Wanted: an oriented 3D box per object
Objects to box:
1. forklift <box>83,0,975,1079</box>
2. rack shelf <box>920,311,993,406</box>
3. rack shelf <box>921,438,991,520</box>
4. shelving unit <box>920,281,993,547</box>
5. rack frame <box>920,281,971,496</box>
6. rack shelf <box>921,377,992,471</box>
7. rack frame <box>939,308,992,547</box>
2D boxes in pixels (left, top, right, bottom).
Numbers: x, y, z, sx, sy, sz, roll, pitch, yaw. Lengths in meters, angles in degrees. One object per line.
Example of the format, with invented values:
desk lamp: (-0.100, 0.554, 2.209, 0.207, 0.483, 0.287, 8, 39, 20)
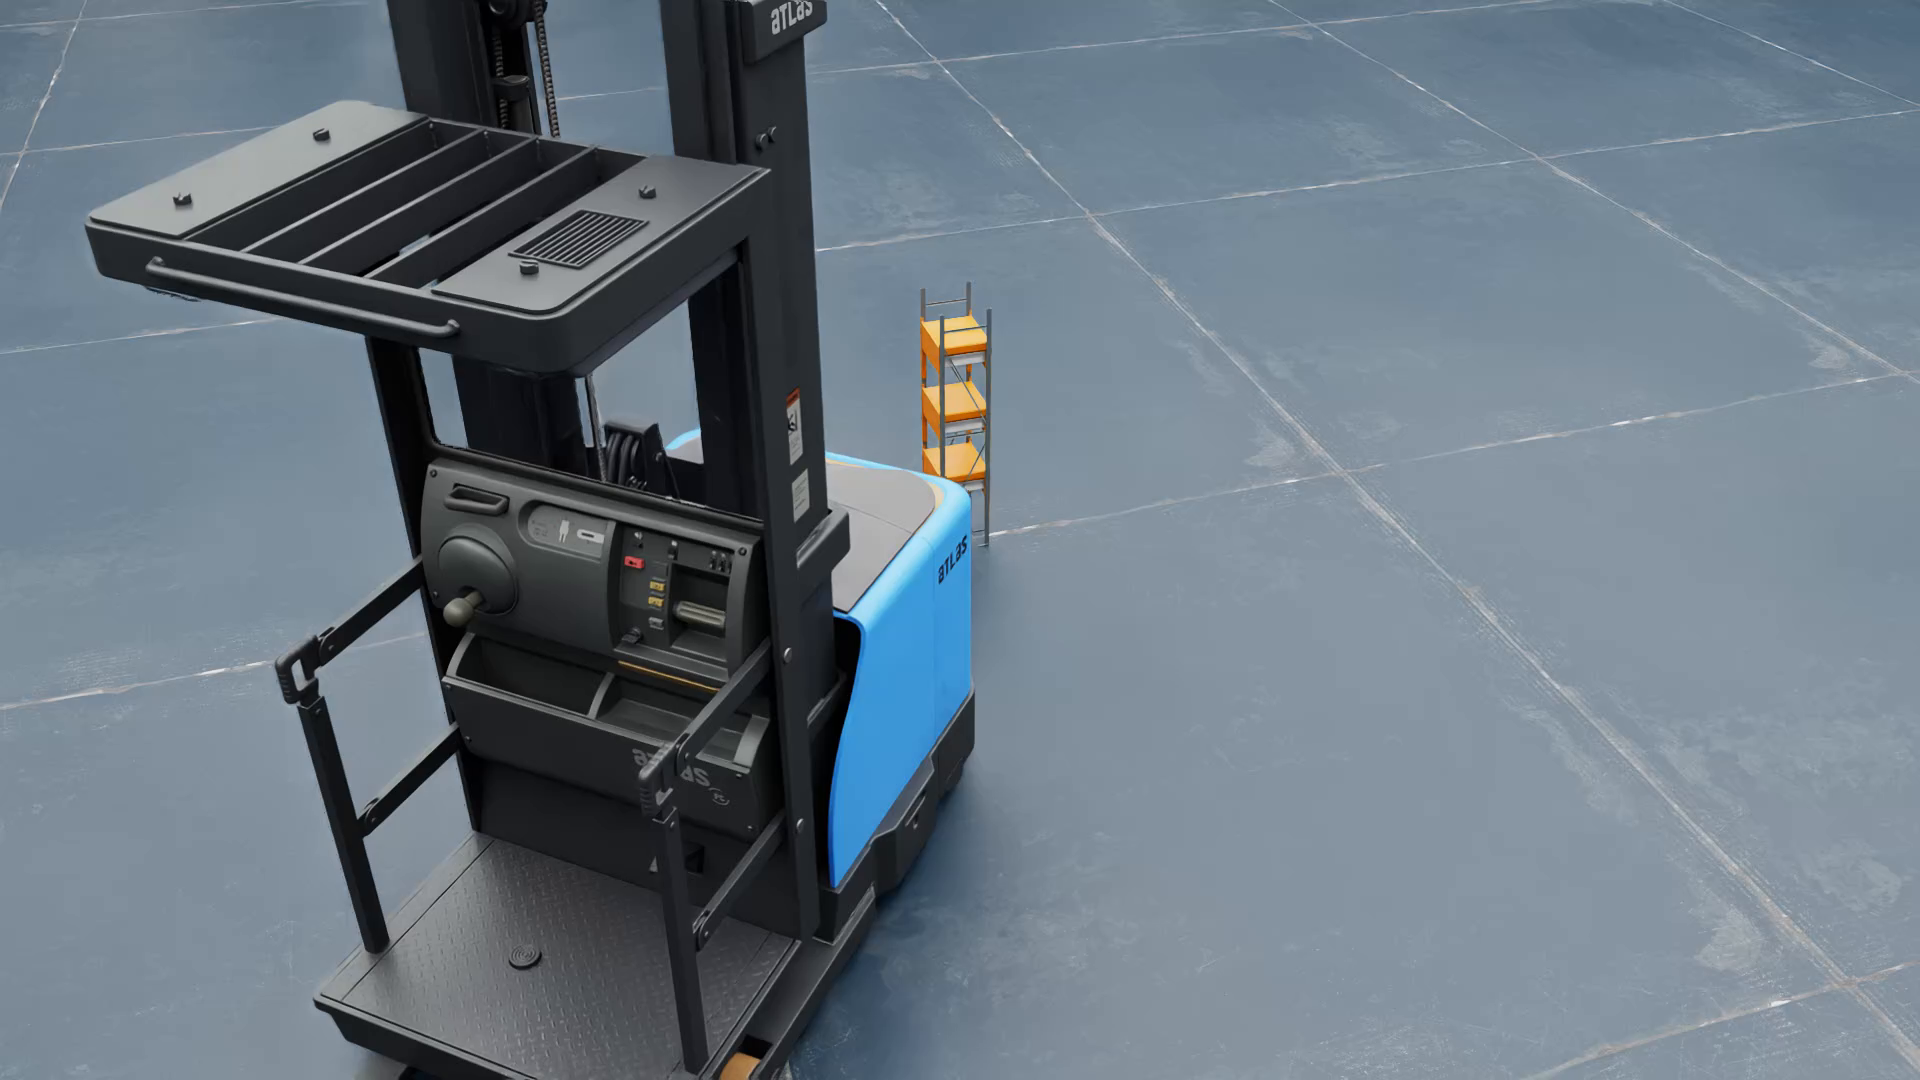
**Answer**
forklift: (-1.001, 0.138, 3.882, 1.130, 2.935, 3.031, 13, 36, 19)
rack shelf: (-0.016, -0.694, 6.352, 0.215, 0.259, 0.240, -10, 35, -15)
rack shelf: (-0.016, -0.225, 6.662, 0.215, 0.259, 0.240, -10, 35, -15)
shelving unit: (-0.016, -0.466, 6.503, 0.215, 1.050, 0.252, -10, 35, -15)
rack frame: (-0.054, -0.530, 6.600, 0.200, 1.050, 0.008, -10, 35, -15)
rack shelf: (-0.016, -0.457, 6.509, 0.215, 0.259, 0.240, -10, 35, -15)
rack frame: (0.021, -0.402, 6.406, 0.200, 1.050, 0.008, -10, 35, -15)
